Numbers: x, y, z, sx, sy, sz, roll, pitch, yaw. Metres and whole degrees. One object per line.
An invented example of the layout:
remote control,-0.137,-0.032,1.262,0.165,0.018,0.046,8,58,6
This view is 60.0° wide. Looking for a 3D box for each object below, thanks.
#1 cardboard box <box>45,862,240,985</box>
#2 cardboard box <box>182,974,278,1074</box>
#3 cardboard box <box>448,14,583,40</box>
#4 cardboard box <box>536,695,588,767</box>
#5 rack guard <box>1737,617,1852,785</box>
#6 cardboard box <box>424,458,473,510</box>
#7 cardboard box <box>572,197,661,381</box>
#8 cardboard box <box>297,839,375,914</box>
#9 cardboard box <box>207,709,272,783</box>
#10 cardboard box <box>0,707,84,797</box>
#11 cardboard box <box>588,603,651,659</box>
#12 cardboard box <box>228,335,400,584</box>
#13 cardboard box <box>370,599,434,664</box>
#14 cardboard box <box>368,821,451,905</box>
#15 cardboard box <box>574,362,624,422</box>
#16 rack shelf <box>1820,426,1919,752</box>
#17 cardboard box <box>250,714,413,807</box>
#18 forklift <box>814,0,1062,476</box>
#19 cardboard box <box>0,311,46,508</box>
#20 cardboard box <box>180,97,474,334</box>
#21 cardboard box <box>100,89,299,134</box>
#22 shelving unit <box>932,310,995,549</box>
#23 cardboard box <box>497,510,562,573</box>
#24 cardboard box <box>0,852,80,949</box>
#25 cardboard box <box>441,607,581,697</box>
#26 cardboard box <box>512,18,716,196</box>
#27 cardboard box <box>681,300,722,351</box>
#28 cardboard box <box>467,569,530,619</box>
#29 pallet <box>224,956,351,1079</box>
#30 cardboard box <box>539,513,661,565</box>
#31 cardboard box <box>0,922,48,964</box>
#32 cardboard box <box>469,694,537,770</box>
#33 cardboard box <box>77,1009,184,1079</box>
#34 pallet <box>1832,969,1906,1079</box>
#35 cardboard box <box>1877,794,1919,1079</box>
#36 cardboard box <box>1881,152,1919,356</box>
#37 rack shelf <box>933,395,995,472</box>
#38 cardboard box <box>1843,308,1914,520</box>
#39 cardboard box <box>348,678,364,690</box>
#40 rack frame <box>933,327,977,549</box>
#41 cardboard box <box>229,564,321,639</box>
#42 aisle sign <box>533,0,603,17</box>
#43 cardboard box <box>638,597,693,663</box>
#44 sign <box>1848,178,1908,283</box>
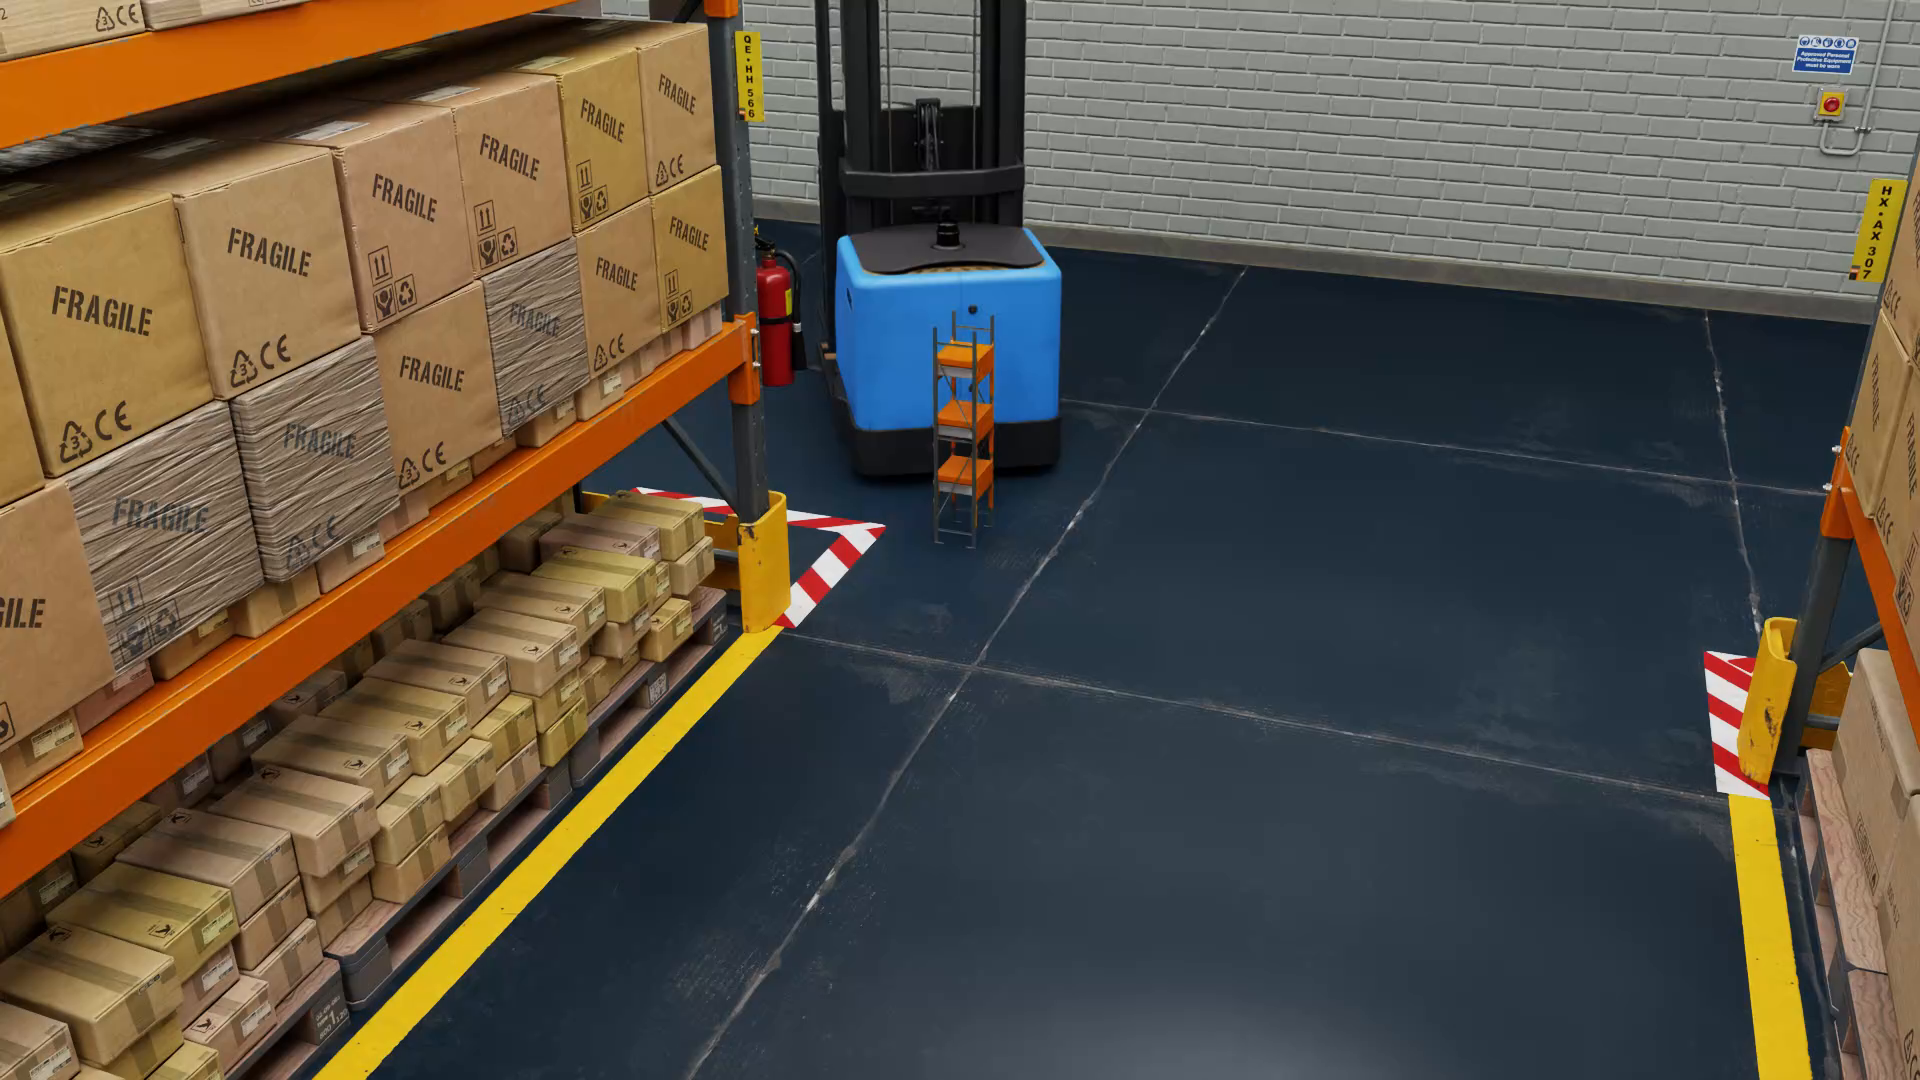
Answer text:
cardboard box,-2.130,1.004,4.342,0.380,0.149,0.250,8,27,17
cardboard box,-2.079,1.277,4.461,0.380,0.149,0.250,9,27,17
cardboard box,-1.694,-1.622,6.055,0.500,0.500,0.500,9,27,17
cardboard box,-1.528,0.635,5.785,0.380,0.149,0.250,8,27,15
rack guard,3.415,0.652,5.829,1.175,0.500,0.348,9,27,17
cardboard box,-1.721,-0.223,5.057,0.380,0.149,0.250,9,27,18
cardboard box,-1.378,-0.885,5.680,0.500,0.500,0.500,8,27,17
cardboard box,-1.950,0.920,4.856,0.380,0.149,0.250,10,28,20
cardboard box,-2.388,0.600,5.175,0.380,0.149,0.250,8,27,16
cardboard box,-2.207,0.432,3.704,0.380,0.149,0.250,10,27,19
cardboard box,-1.372,0.293,6.151,0.380,0.149,0.250,8,27,15
cardboard box,-1.864,-0.247,4.363,0.500,0.500,0.500,8,27,16
cardboard box,-2.078,0.295,5.804,0.380,0.149,0.250,10,28,19
cardboard box,-1.808,0.957,5.122,0.380,0.149,0.250,8,27,16
cardboard box,-1.387,-0.541,5.713,0.380,0.149,0.250,9,27,19
rack shelf,2.741,0.683,3.723,1.077,0.370,4.000,9,27,17
cardboard box,-1.891,0.677,5.017,0.380,0.149,0.250,8,27,15
forklift,-0.242,-2.252,9.038,1.130,2.935,3.031,-4,26,-9
cardboard box,-2.246,-0.274,3.271,0.500,0.500,0.500,9,27,19
cardboard box,-1.718,-0.903,4.569,0.500,0.500,0.500,8,27,16
cardboard box,-2.217,-0.993,4.756,0.500,0.500,0.500,8,27,16
shelving unit,0.018,-0.495,7.567,0.215,1.050,0.252,9,27,17
cardboard box,-1.768,-0.016,6.448,0.380,0.149,0.250,9,27,18
cardboard box,-2.629,0.933,4.488,0.380,0.149,0.250,8,27,17
cardboard box,-1.519,0.377,5.636,0.380,0.149,0.250,10,28,19
cardboard box,-1.212,-1.544,5.893,0.500,0.500,0.500,8,27,16
cardboard box,-1.137,-0.851,6.354,0.380,0.149,0.250,9,27,18
cardboard box,-1.853,0.217,6.308,0.380,0.149,0.250,9,27,18
pallet,-2.436,1.479,4.454,1.003,0.211,1.213,9,27,17
cardboard box,-1.370,0.036,6.339,0.380,0.149,0.250,9,27,18
cardboard box,-2.670,1.064,4.559,0.380,0.149,0.250,8,27,16
cardboard box,-1.635,0.611,5.495,0.380,0.149,0.250,10,28,20
cardboard box,-2.204,1.245,4.184,0.380,0.149,0.250,9,27,18
pallet,2.807,1.632,4.137,1.003,0.211,1.213,9,27,17
cardboard box,2.985,1.164,4.361,0.875,0.438,0.875,9,27,19
cardboard box,2.979,-0.802,4.702,0.500,0.500,0.500,8,27,16
rack shelf,0.018,-0.485,7.571,0.215,0.259,0.240,9,27,17
cardboard box,2.977,-0.352,4.921,0.500,0.500,0.500,9,27,17
cardboard box,-2.091,0.547,5.627,0.380,0.149,0.250,10,28,20
rack frame,-0.023,-0.444,7.463,0.200,1.050,0.008,9,27,17
cardboard box,-1.926,0.110,4.370,0.380,0.149,0.250,9,27,18
aisle sign,-1.553,-2.383,6.246,0.394,0.787,0.004,9,27,17
cardboard box,-1.263,0.322,6.433,0.380,0.149,0.250,10,27,19
sign,2.886,-0.971,5.229,0.100,0.325,0.005,9,27,17
